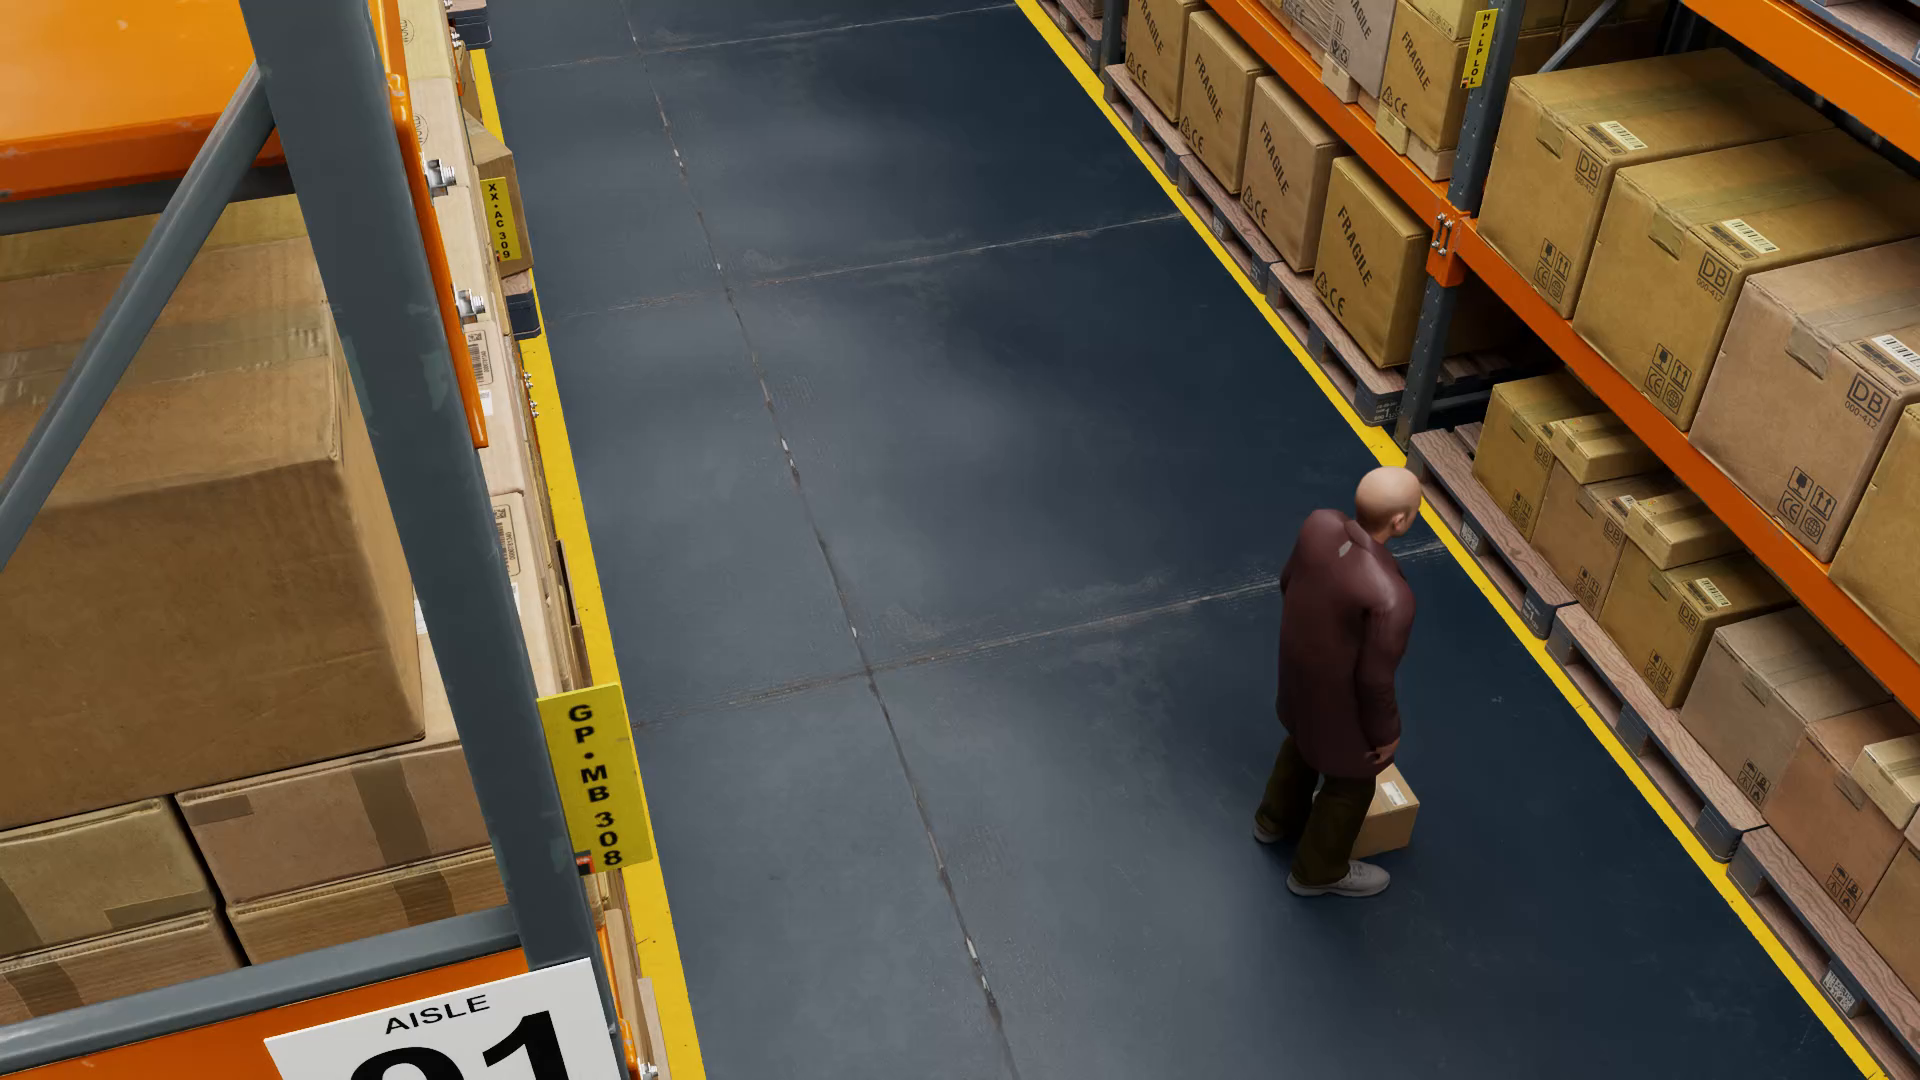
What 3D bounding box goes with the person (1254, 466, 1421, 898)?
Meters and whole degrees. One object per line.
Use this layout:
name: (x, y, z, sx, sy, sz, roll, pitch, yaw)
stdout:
person: (1.285, 0.481, 5.632, 0.429, 1.772, 0.643, -14, 43, -15)
